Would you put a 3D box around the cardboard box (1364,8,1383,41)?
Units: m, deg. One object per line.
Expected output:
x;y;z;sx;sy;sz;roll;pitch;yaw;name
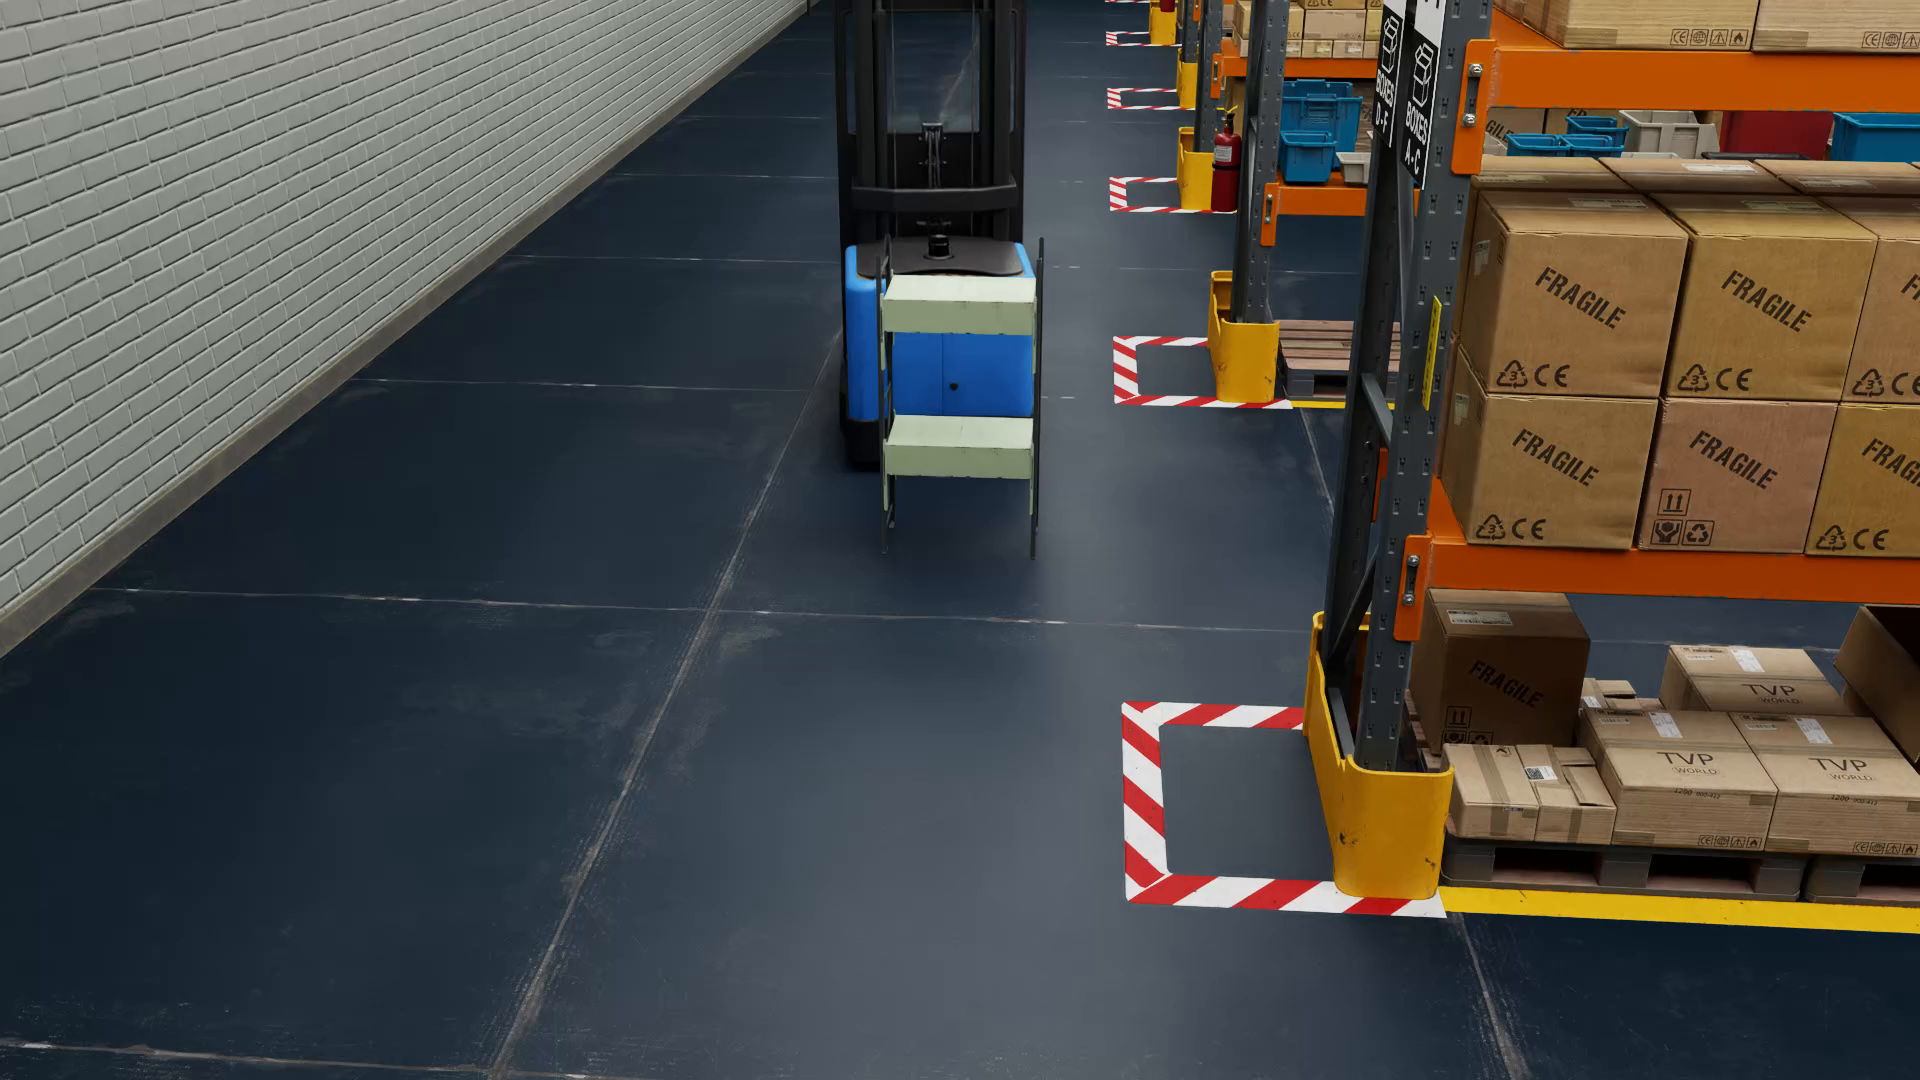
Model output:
3.673;-4.420;14.182;0.500;0.250;0.500;1;25;2;cardboard box

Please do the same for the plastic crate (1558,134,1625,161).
3.649;-2.203;9.667;0.300;0.233;0.416;2;25;4;plastic crate

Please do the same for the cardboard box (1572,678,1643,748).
2.391;0.669;6.162;0.250;0.166;0.380;2;25;4;cardboard box

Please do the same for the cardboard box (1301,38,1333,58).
3.035;-4.234;14.254;0.250;0.149;0.380;1;25;3;cardboard box

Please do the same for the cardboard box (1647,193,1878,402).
2.377;-0.746;5.057;0.500;0.500;0.500;2;25;5;cardboard box

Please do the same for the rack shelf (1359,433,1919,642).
3.427;0.007;5.598;4.000;0.370;1.077;2;25;4;rack shelf

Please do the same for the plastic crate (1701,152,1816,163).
4.668;-2.146;9.674;0.590;0.125;0.437;2;25;4;plastic crate

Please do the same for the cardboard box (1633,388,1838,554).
2.370;-0.291;5.265;0.500;0.500;0.500;2;25;3;cardboard box

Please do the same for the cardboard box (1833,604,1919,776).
3.548;0.620;5.864;0.637;0.503;0.797;2;25;4;cardboard box

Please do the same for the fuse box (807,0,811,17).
-2.364;-9.099;26.068;0.414;1.711;0.539;2;25;4;fuse box

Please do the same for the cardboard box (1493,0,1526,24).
1.965;-1.772;5.194;0.500;0.250;0.500;2;25;4;cardboard box

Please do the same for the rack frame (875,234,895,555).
-0.358;-0.693;8.052;0.023;1.500;0.400;2;25;4;rack frame

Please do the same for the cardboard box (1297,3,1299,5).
3.204;-4.658;14.699;0.500;0.250;0.500;1;25;3;cardboard box

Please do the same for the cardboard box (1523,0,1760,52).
1.926;-1.556;4.725;0.500;0.250;0.500;2;25;4;cardboard box

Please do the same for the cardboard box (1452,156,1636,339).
1.898;-0.984;5.575;0.500;0.500;0.500;2;25;4;cardboard box

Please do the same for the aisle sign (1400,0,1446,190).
1.343;-1.445;4.782;0.004;0.787;0.394;2;25;4;aisle sign

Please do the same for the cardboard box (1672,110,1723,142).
6.823;-3.598;14.611;0.875;0.875;1.225;2;25;4;cardboard box

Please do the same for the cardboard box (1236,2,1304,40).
2.653;-4.452;14.250;0.500;0.250;0.500;1;25;3;cardboard box

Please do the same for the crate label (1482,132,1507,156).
3.210;-2.391;10.192;0.243;0.136;0.396;2;25;4;crate label

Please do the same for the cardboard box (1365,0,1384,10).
3.669;-4.762;14.028;0.500;0.500;0.500;1;25;3;cardboard box

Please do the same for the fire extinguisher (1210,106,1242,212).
1.700;-2.438;10.589;0.183;0.674;0.296;2;25;4;fire extinguisher

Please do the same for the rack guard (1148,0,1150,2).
3.406;-9.574;28.549;0.348;0.500;1.175;2;25;4;rack guard

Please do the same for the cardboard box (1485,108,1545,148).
4.634;-3.693;14.818;0.875;0.875;0.875;2;25;4;cardboard box

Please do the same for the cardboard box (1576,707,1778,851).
2.452;0.817;5.740;0.500;0.250;0.500;2;25;4;cardboard box

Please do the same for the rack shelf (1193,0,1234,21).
4.670;-6.186;19.056;4.000;0.370;1.077;2;25;4;rack shelf

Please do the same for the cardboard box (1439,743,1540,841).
1.824;0.868;5.750;0.250;0.149;0.380;2;25;4;cardboard box

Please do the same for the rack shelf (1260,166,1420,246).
3.810;-2.057;10.084;4.000;0.370;1.077;2;25;4;rack shelf

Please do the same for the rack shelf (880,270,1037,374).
0.007;-1.036;7.863;0.720;0.370;0.431;2;25;4;rack shelf

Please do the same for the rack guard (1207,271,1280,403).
1.791;-1.308;10.585;0.348;0.500;1.175;2;25;4;rack guard

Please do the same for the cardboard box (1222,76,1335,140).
2.839;-3.751;14.943;0.875;0.875;0.875;2;25;4;cardboard box

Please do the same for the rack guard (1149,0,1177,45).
2.930;-7.508;24.059;0.348;0.500;1.175;2;25;4;rack guard

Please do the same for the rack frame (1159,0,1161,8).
2.954;-8.643;23.535;0.127;3.000;1.000;2;25;4;rack frame

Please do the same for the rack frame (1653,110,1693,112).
6.183;-4.385;14.281;0.127;3.000;1.000;2;25;4;rack frame

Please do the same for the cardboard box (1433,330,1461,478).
1.900;-0.528;5.781;0.500;0.500;0.500;3;25;6;cardboard box

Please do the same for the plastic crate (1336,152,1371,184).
2.350;-2.166;9.703;0.298;0.136;0.250;2;25;4;plastic crate

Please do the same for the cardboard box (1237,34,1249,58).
2.524;-4.250;14.288;0.250;0.149;0.380;2;25;5;cardboard box

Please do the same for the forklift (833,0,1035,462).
-0.186;-2.334;9.907;1.130;2.935;3.031;-2;25;-3;forklift

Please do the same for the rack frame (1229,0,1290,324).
1.816;-2.448;10.073;0.127;3.000;1.000;2;25;4;rack frame

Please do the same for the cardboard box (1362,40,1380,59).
3.549;-4.217;14.218;0.250;0.149;0.380;1;25;3;cardboard box

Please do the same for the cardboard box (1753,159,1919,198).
2.919;-0.953;5.508;0.500;0.500;0.500;3;25;5;cardboard box

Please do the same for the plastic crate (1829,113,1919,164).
5.313;-2.213;9.509;0.575;0.384;0.392;2;25;4;plastic crate

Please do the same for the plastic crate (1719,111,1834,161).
4.933;-2.510;10.058;0.583;0.464;0.402;2;25;4;plastic crate

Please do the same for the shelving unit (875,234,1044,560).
0.007;-0.681;8.027;0.755;1.500;0.431;2;25;4;shelving unit

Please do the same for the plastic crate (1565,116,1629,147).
3.883;-2.441;10.185;0.300;0.233;0.416;2;25;4;plastic crate

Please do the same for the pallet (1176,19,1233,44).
3.757;-7.383;24.133;1.213;0.211;1.003;2;25;4;pallet

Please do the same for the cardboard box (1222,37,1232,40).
3.223;-5.831;19.621;0.250;0.149;0.380;2;25;5;cardboard box

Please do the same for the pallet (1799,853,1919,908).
3.517;0.951;6.022;1.213;0.211;1.003;2;25;4;pallet

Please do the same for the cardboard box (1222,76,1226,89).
3.174;-5.322;19.226;0.250;0.149;0.380;2;25;5;cardboard box
